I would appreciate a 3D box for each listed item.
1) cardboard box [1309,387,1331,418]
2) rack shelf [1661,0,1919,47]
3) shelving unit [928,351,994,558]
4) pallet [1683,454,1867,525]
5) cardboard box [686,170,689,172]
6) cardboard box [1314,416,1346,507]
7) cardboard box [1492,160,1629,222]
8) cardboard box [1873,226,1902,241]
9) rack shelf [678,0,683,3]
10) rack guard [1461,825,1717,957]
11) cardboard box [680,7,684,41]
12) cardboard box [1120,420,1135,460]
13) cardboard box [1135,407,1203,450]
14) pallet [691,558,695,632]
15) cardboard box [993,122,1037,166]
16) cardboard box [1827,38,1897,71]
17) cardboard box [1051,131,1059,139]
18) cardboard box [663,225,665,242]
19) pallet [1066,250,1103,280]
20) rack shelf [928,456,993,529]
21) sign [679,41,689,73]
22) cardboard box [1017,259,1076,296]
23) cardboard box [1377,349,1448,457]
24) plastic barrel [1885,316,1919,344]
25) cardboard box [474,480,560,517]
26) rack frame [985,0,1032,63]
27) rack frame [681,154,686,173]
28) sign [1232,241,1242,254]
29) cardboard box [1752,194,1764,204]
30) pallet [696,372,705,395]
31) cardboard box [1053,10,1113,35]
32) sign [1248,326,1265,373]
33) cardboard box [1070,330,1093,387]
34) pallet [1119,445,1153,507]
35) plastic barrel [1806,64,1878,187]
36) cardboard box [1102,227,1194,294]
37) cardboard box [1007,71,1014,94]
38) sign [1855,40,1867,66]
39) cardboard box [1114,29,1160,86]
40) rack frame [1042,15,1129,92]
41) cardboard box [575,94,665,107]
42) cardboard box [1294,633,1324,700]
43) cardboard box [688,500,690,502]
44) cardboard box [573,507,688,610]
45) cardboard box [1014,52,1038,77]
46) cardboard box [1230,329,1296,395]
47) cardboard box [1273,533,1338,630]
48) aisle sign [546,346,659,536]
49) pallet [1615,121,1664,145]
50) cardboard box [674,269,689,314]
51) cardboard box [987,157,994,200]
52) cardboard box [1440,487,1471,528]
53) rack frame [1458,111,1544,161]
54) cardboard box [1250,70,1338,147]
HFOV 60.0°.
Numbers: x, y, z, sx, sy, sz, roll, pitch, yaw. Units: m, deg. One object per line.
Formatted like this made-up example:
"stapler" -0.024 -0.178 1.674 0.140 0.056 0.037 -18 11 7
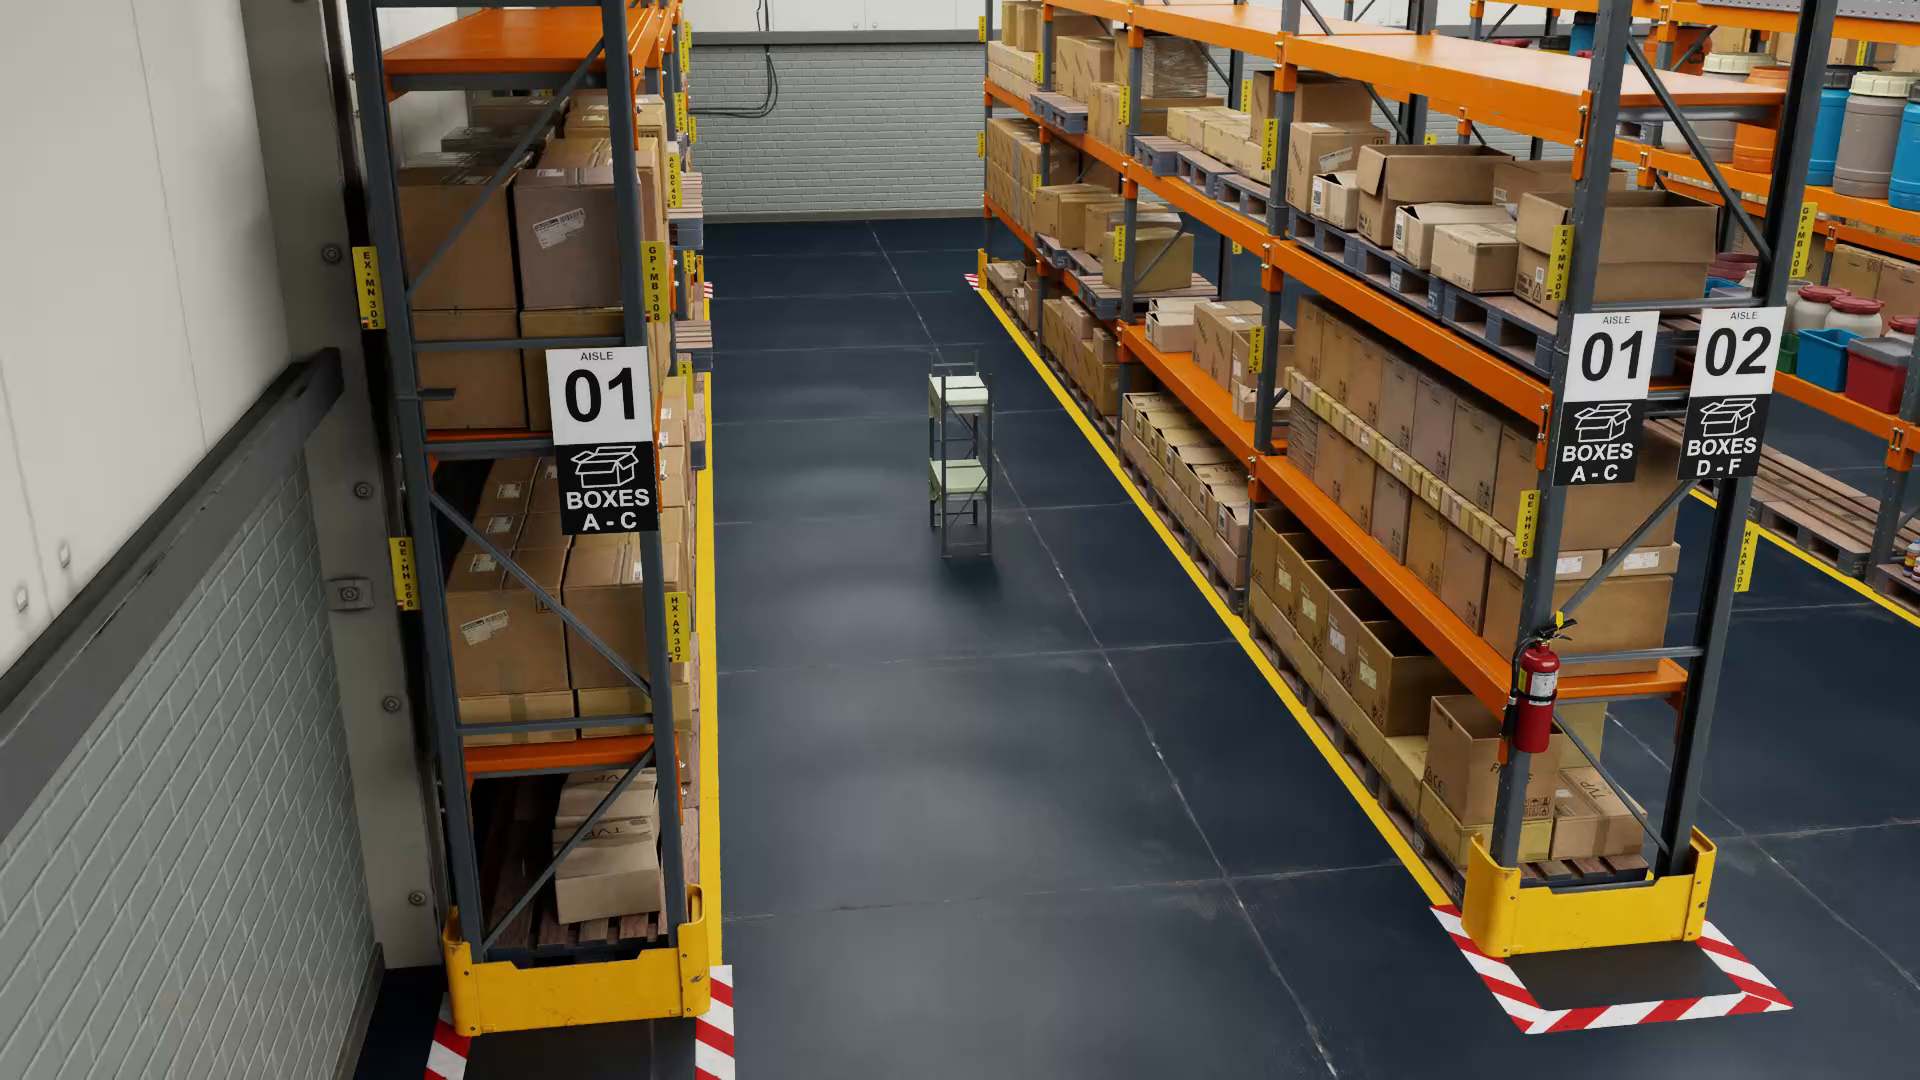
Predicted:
"cardboard box" 2.487 -0.897 10.760 0.380 0.149 0.250 -3 21 -9
"rack shelf" 7.179 -4.052 13.304 1.077 0.370 4.000 -3 21 -8
"shelving unit" 0.001 -0.700 13.448 0.431 1.500 0.755 -3 21 -8
"pallet" 7.137 -0.461 14.647 1.003 0.211 1.213 -3 21 -8
"cardboard box" -3.651 -3.926 19.512 0.980 0.700 0.700 -3 21 -9
"cardboard box" 2.718 -0.536 10.722 0.700 0.500 0.500 -3 21 -8
"cardboard box" 3.173 -1.743 8.866 0.500 0.500 0.500 -3 21 -8
"cardboard box" 11.108 -3.794 19.445 0.500 0.500 0.500 -3 21 -8
"rack shelf" -3.778 -6.322 19.382 1.077 0.370 4.000 -3 21 -8
"rack guard" 3.145 1.739 8.345 1.175 0.500 0.348 -3 21 -8
"cardboard box" -3.546 -6.065 19.779 0.500 0.500 0.500 -4 21 -10
"cardboard box" 1.773 -0.922 15.228 0.500 0.250 0.500 -3 21 -8
"cardboard box" 1.857 -1.004 14.645 0.500 0.311 0.500 -3 21 -9
"pallet" -2.450 0.463 12.175 1.003 0.211 1.213 -3 21 -8
"cardboard box" 0.721 -5.148 21.639 0.500 0.500 0.500 -3 21 -7
"cardboard box" 11.043 -6.057 20.472 0.700 0.500 0.500 -4 21 -11
"cardboard box" 1.399 -4.823 20.770 0.500 0.500 0.500 -2 21 -6
"cardboard box" -1.780 -1.331 8.533 0.500 0.500 0.500 -2 21 -4
"pallet" 1.704 -2.793 17.182 1.003 0.211 1.213 -3 21 -8
"rack shelf" 0.001 -0.395 13.562 0.431 0.370 0.720 -3 21 -8
"sign" -2.954 -5.169 17.794 0.100 0.325 0.005 -3 21 -8
"cardboard box" 1.136 -3.282 21.155 0.797 0.503 0.637 -3 21 -8
"cardboard box" 2.852 -0.805 9.587 0.700 0.500 0.500 -3 21 -8
"plastic barrel" 7.546 -1.480 13.196 0.433 0.535 0.433 0 20 0
"cardboard box" -2.180 0.015 8.504 0.500 0.500 0.500 -3 21 -9
"rack frame" 0.835 -7.790 21.712 1.000 3.000 0.127 -3 21 -8
"rack frame" -3.489 -3.344 18.382 1.000 3.000 0.127 -3 21 -8
"sign" 2.537 -2.782 15.221 0.100 0.325 0.005 -3 21 -8
"cardboard box" 10.662 -4.510 21.862 0.380 0.149 0.250 -3 21 -9
"pallet" -3.304 -1.774 18.164 1.003 0.211 1.213 -3 21 -8
"cardboard box" 1.372 -5.862 19.265 0.700 0.500 0.500 -3 21 -8
"sign" 2.030 -1.300 11.367 0.100 0.325 0.005 -3 21 -8
"cardboard box" 1.465 -1.918 17.507 0.500 0.500 0.500 -4 21 -10
"pallet" 2.069 -0.617 15.066 1.003 0.211 1.213 -3 21 -8
"plastic barrel" 6.991 -3.332 13.346 0.600 0.901 0.708 -3 21 -8
"cardboard box" 1.786 -2.666 15.824 0.700 0.500 0.500 -10 23 -26
"cardboard box" 0.869 -5.604 20.362 0.500 0.250 0.500 -3 21 -8
"sign" 10.666 -5.749 19.683 0.100 0.325 0.005 -3 21 -8
"cardboard box" 1.785 -4.635 15.980 0.500 0.500 0.500 -3 21 -8
"rack frame" 1.412 -6.405 18.004 1.000 3.000 0.127 -3 21 -8
"cardboard box" -1.996 -2.344 9.817 0.500 0.500 0.500 -5 21 -12
"cardboard box" 2.466 0.789 10.646 0.500 0.250 0.500 -3 21 -8
"cardboard box" -1.904 -0.191 10.127 0.500 0.250 0.500 -3 21 -8
"cardboard box" -1.592 0.169 8.092 0.500 0.500 0.500 -3 21 -8
"cardboard box" 0.935 -5.665 19.810 0.500 0.250 0.500 -3 21 -8
"cardboard box" 2.395 -1.321 12.823 0.500 0.500 0.500 -1 21 -4
"cardboard box" 2.402 0.264 10.980 0.500 0.500 0.500 -3 21 -8
"aisle sign" -1.452 -0.397 6.777 0.394 0.787 0.004 -3 21 -8
"pallet" 6.877 -4.045 16.242 1.003 0.211 1.213 -3 21 -8
"cardboard box" -2.730 -2.335 15.085 0.500 0.500 0.500 -2 21 -6
"cardboard box" 0.638 -4.860 22.298 0.500 0.500 0.500 -2 21 -7
"cardboard box" 2.788 -0.180 8.840 0.380 0.149 0.250 -3 21 -7
"rack frame" 6.314 -3.843 19.720 1.000 3.000 0.127 -3 21 -8
"cardboard box" 2.410 -3.120 12.037 0.500 0.500 0.500 -1 21 -3
